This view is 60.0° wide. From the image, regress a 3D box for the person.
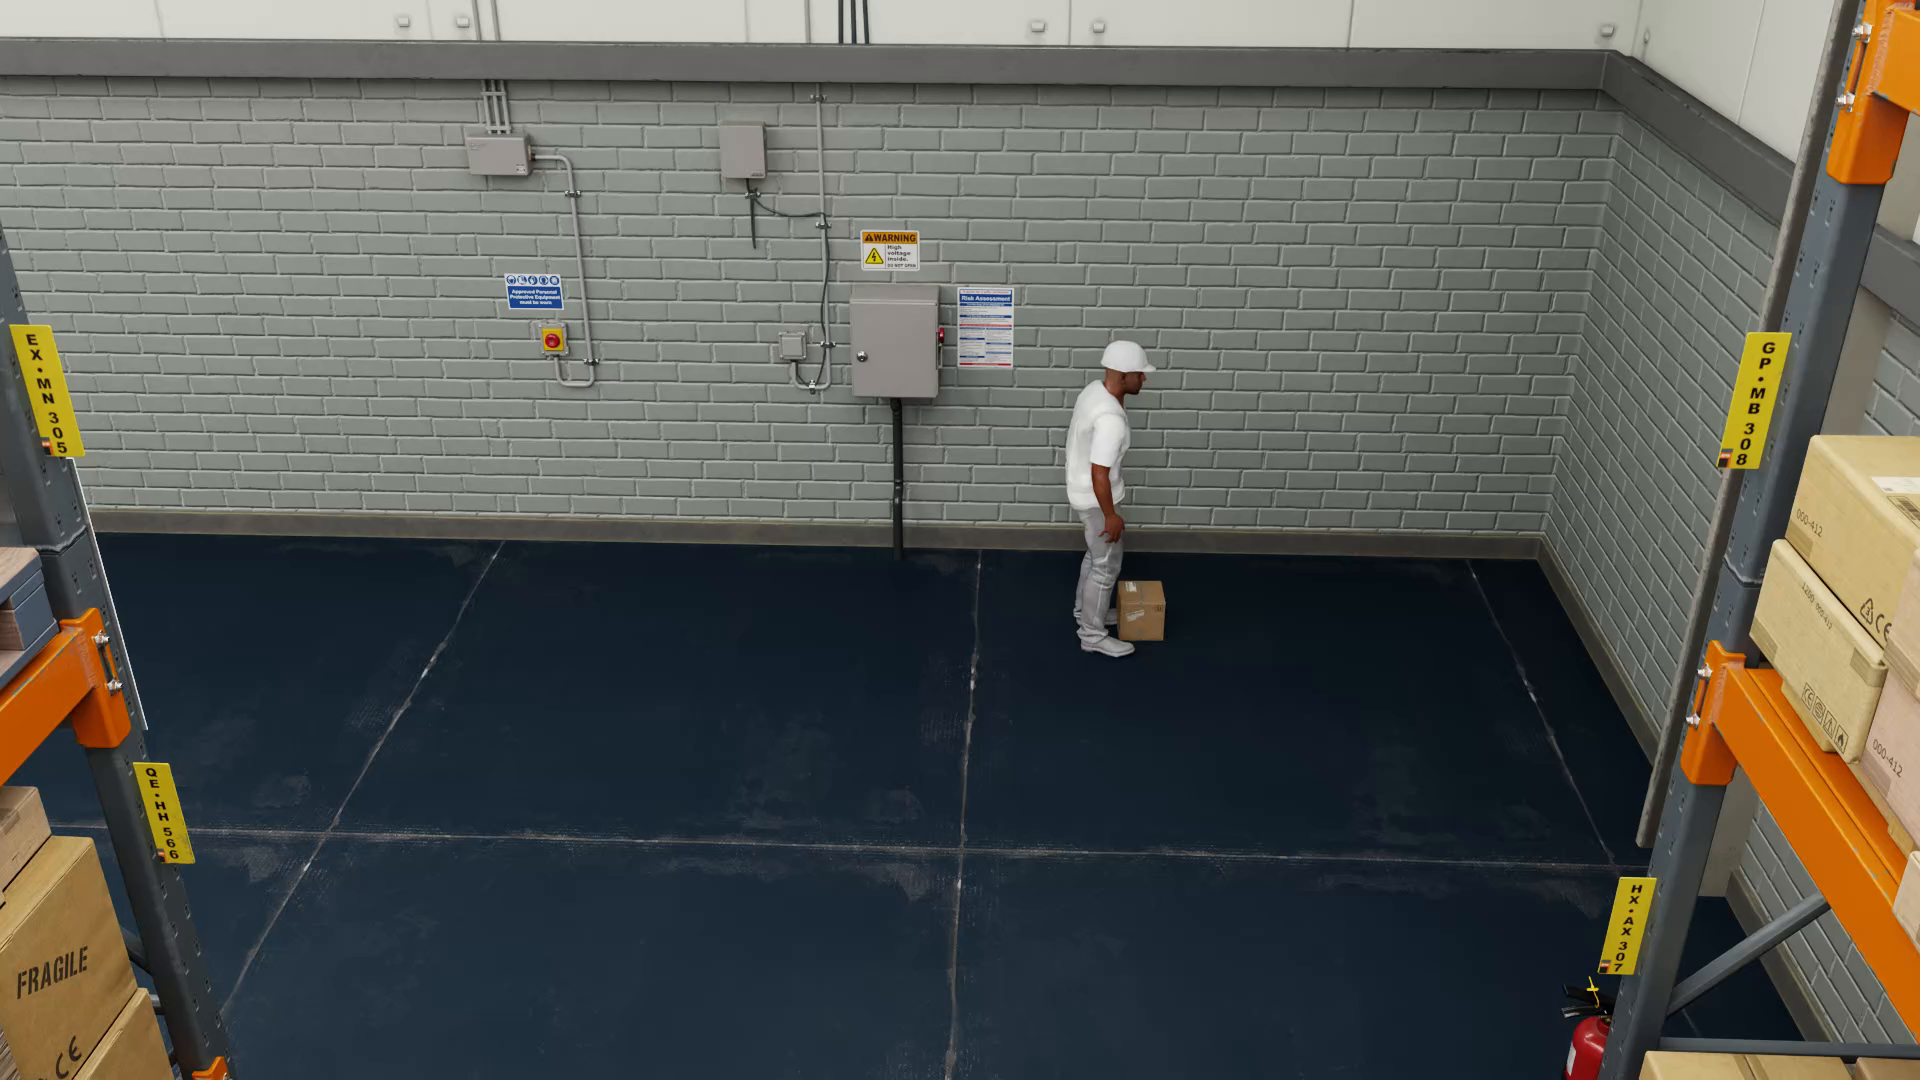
[{"bbox_3d":[0.801,-0.249,9.073,0.459,1.761,0.627,1,28,2],"label":"person"}]
